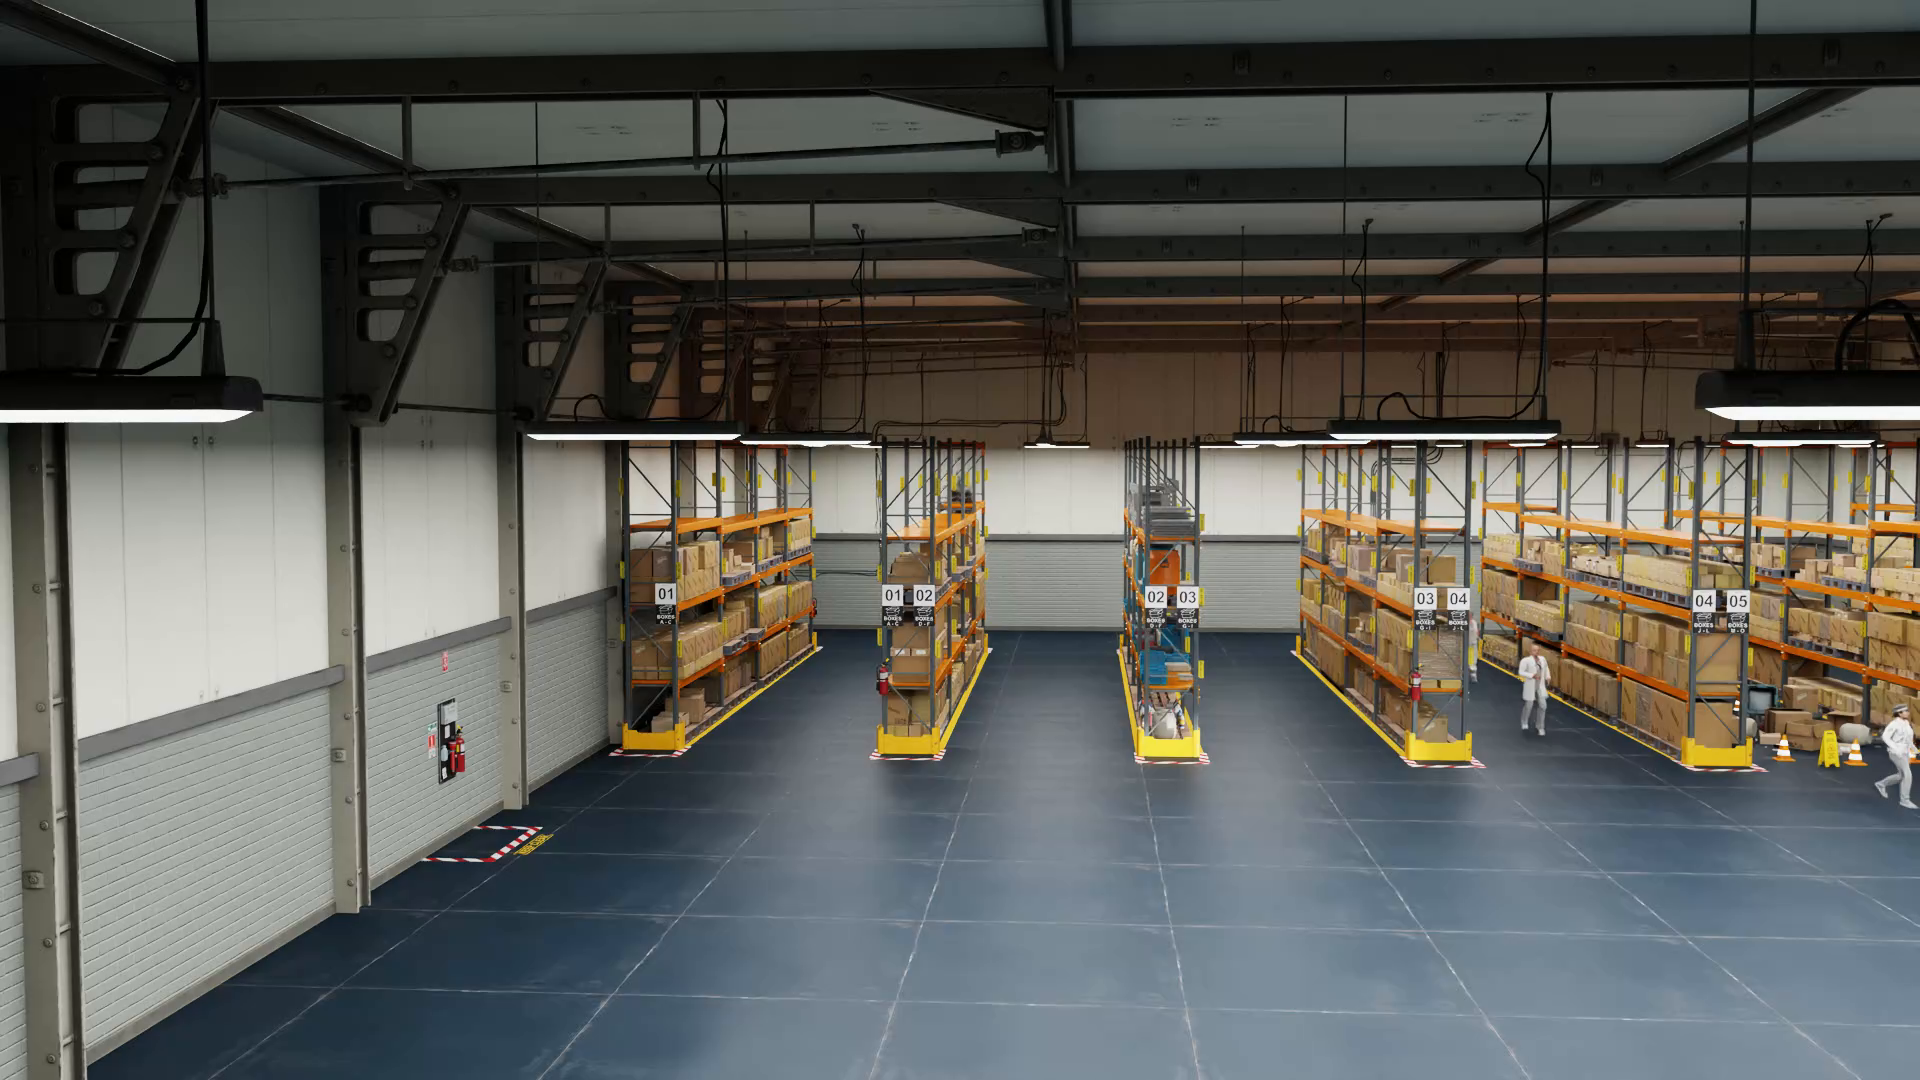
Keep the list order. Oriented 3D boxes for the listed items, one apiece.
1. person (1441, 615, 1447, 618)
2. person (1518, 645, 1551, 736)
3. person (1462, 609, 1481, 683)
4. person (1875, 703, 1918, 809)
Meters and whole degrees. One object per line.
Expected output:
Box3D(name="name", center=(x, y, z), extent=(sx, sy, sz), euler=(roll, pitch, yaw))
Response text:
Box3D(name="person", center=(13.070, 2.489, 44.278), extent=(0.723, 1.755, 0.865), euler=(0, 3, 3))
Box3D(name="person", center=(11.660, 3.046, 33.738), extent=(0.736, 1.865, 0.838), euler=(0, 3, -4))
Box3D(name="person", center=(12.608, 2.596, 41.189), extent=(0.654, 1.778, 0.984), euler=(0, 3, -3))
Box3D(name="person", center=(15.145, 3.463, 26.878), extent=(0.640, 1.691, 0.691), euler=(-2, 4, -38))
